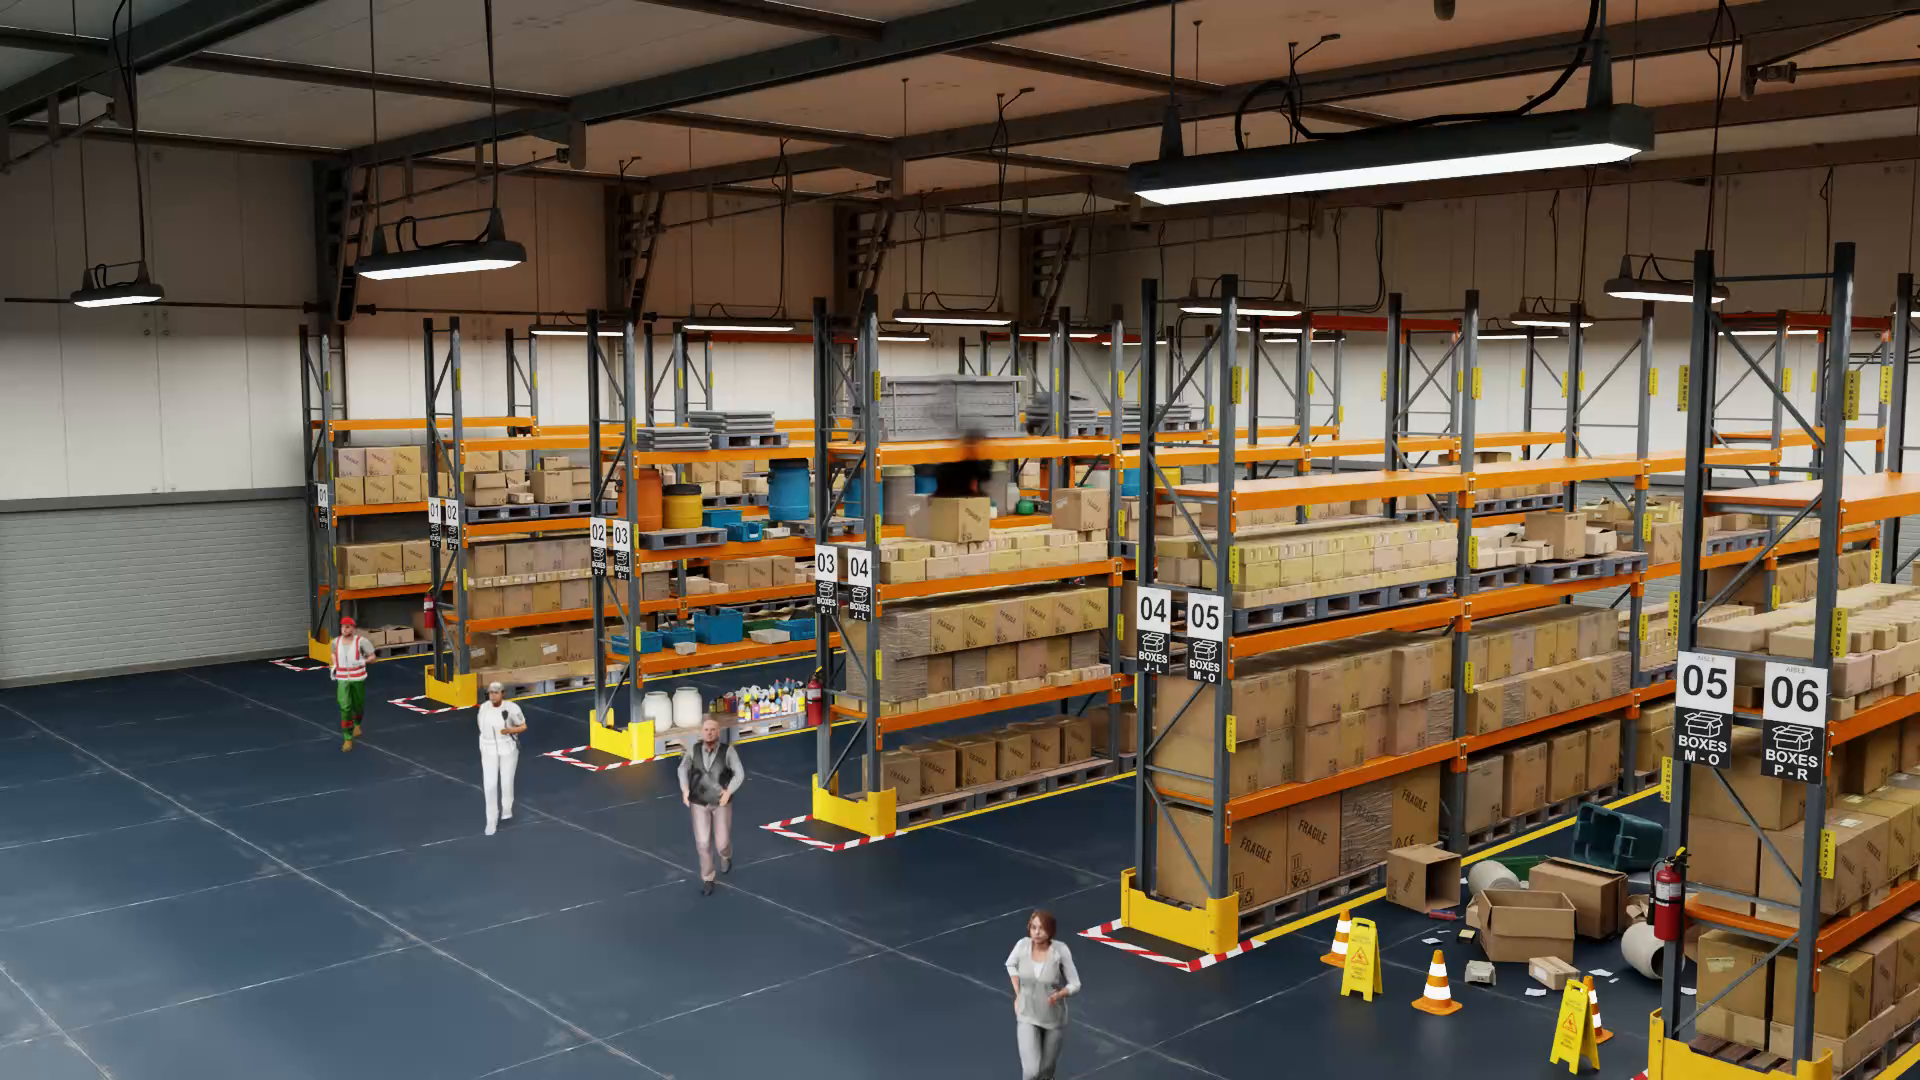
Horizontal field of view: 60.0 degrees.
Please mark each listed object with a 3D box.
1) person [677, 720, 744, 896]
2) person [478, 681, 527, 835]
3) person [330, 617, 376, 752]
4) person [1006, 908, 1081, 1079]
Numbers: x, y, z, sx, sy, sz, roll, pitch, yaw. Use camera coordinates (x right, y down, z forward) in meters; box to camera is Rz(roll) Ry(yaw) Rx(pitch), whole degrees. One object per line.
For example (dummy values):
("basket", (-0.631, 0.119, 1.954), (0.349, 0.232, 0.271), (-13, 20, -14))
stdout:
("person", (-2.500, 2.643, 16.681), (0.677, 1.704, 0.671), (0, 6, -1))
("person", (-5.202, 2.449, 18.907), (0.576, 1.735, 0.762), (-1, 6, -8))
("person", (-8.394, 1.948, 23.001), (0.634, 1.802, 0.929), (-1, 6, -11))
("person", (0.555, 3.261, 11.160), (0.507, 1.630, 0.688), (0, 6, 4))
